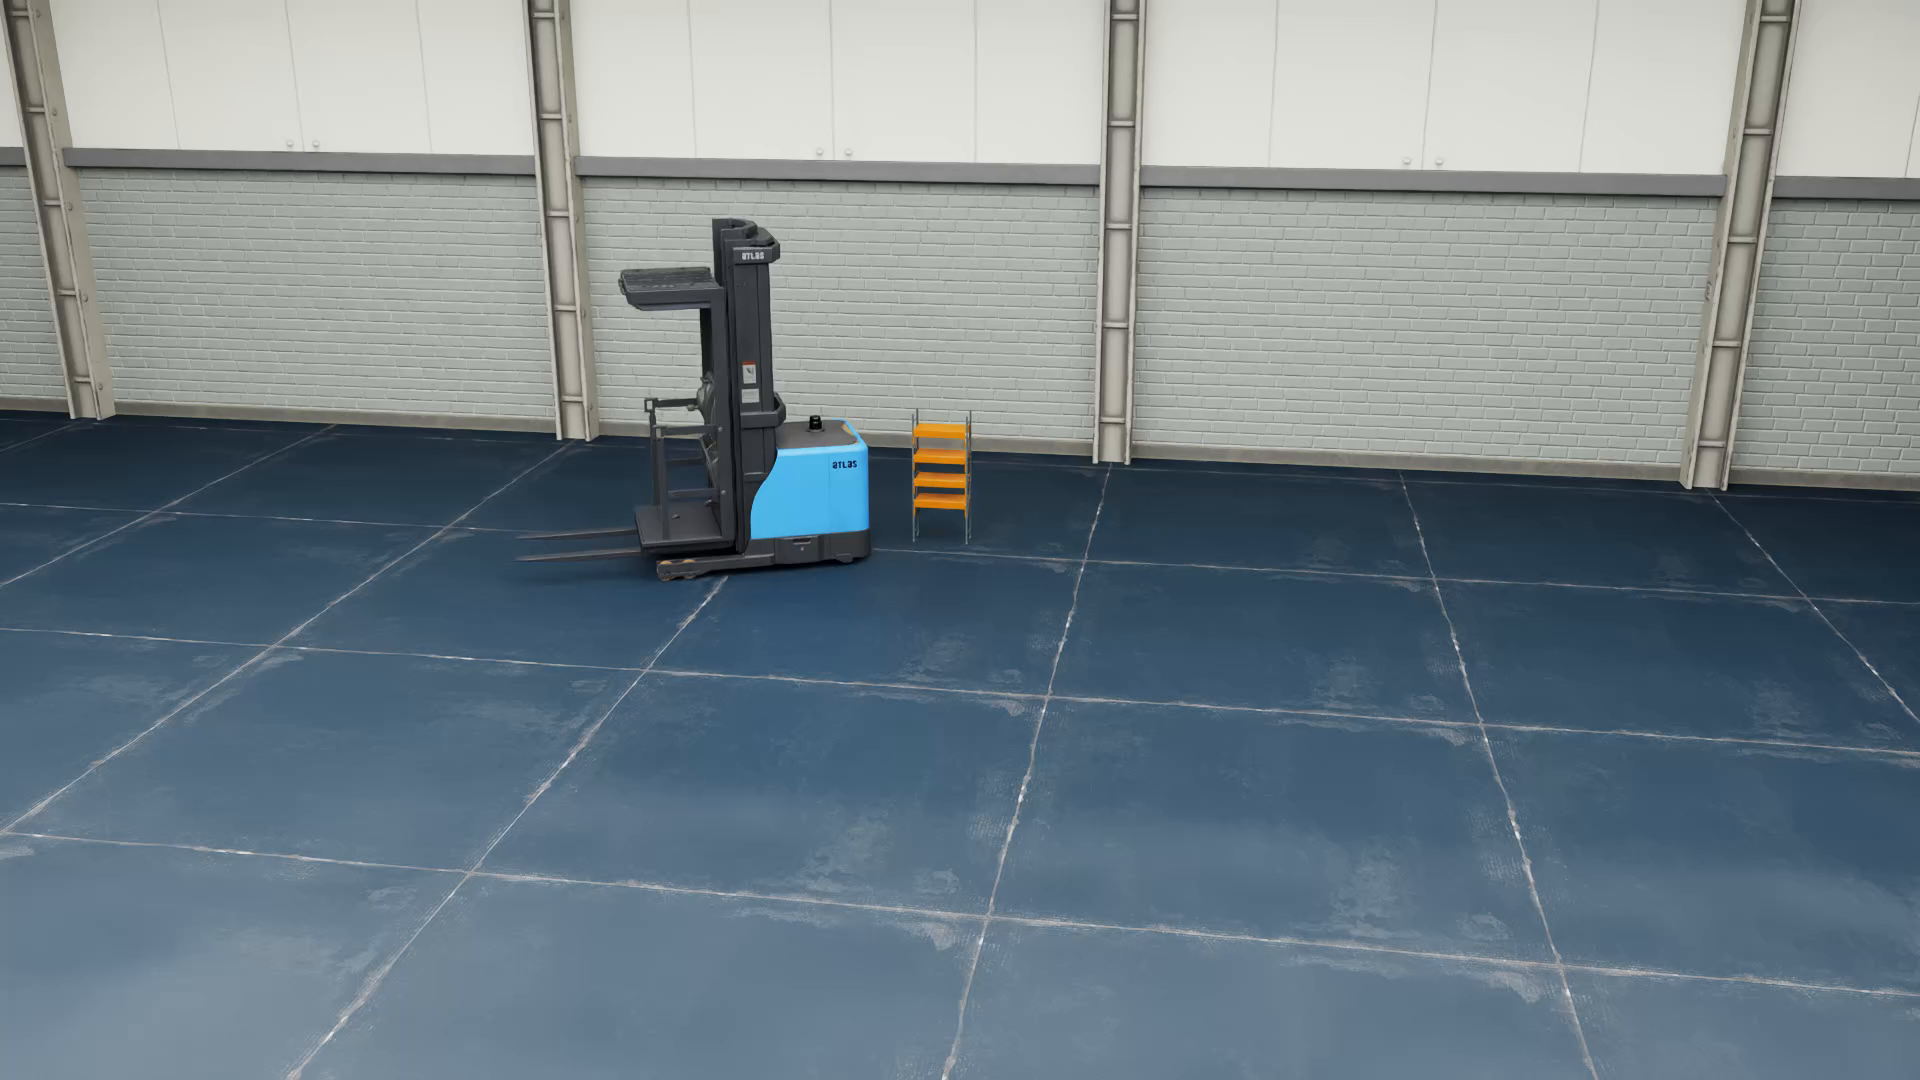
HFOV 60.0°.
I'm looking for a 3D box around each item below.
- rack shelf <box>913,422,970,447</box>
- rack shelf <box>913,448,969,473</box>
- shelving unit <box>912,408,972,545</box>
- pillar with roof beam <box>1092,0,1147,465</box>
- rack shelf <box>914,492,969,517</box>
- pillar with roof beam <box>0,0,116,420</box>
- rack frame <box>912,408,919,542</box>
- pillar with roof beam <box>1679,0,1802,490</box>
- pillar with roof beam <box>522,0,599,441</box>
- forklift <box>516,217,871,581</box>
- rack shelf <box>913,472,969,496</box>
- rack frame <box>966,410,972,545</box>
[{"bbox_3d":[-0.163,-0.950,14.960,0.480,0.148,0.258,3,19,9],"label":"rack shelf"},{"bbox_3d":[-0.163,-0.726,15.035,0.480,0.148,0.258,3,19,9],"label":"rack shelf"},{"bbox_3d":[-0.163,-0.577,15.084,0.503,1.200,0.258,3,19,9],"label":"shelving unit"},{"bbox_3d":[0.947,-3.778,12.358,0.400,9.000,9.100,3,19,9],"label":"pillar with roof beam"},{"bbox_3d":[-0.163,-0.325,15.169,0.480,0.148,0.258,3,19,9],"label":"rack shelf"},{"bbox_3d":[-10.901,-4.382,14.163,0.400,9.000,9.100,3,19,9],"label":"pillar with roof beam"},{"bbox_3d":[-0.404,-0.590,15.121,0.015,1.200,0.240,3,19,9],"label":"rack frame"},{"bbox_3d":[6.871,-3.476,11.456,0.400,9.000,9.100,3,19,9],"label":"pillar with roof beam"},{"bbox_3d":[-4.977,-4.080,13.261,0.400,9.000,9.100,3,19,9],"label":"pillar with roof beam"},{"bbox_3d":[-2.358,-1.227,14.296,3.031,2.935,1.130,-5,19,-13],"label":"forklift"},{"bbox_3d":[-0.163,-0.514,15.106,0.480,0.148,0.258,3,19,9],"label":"rack shelf"},{"bbox_3d":[0.077,-0.565,15.048,0.015,1.200,0.240,3,19,9],"label":"rack frame"}]
